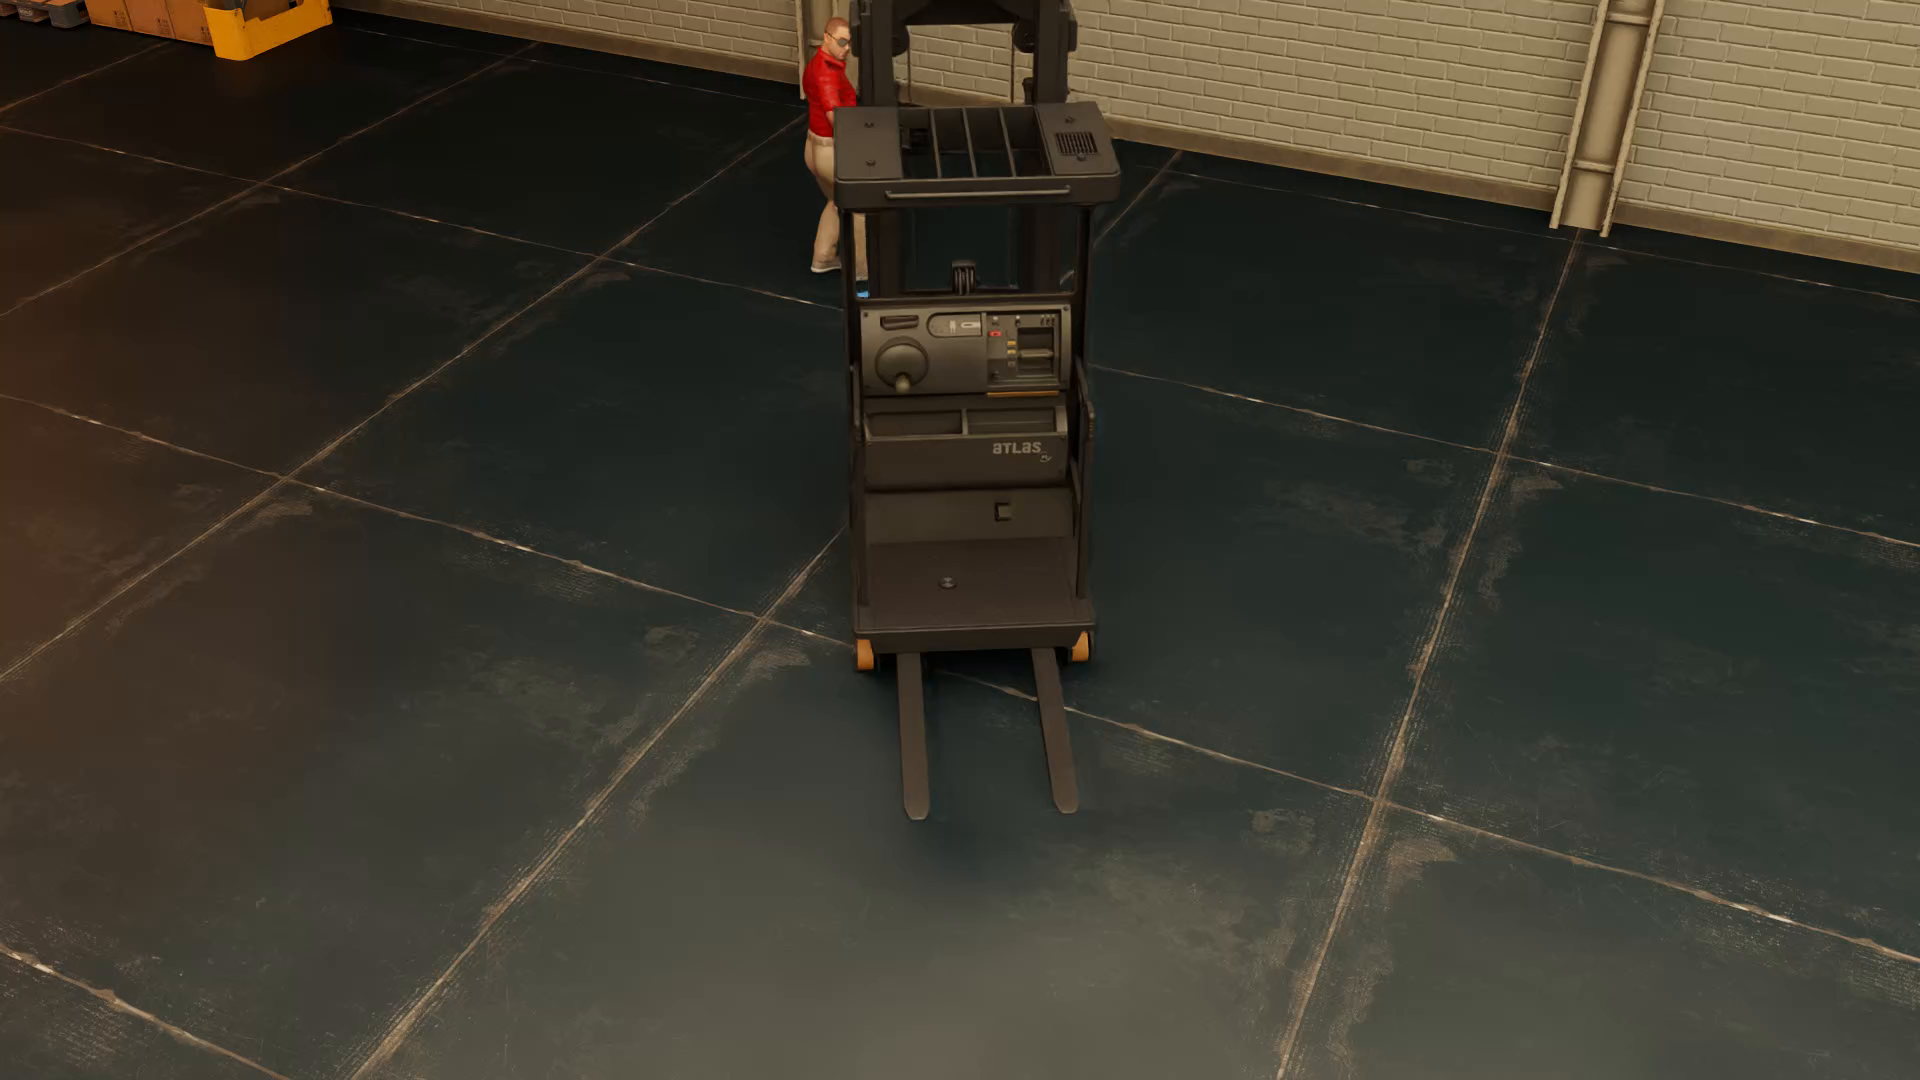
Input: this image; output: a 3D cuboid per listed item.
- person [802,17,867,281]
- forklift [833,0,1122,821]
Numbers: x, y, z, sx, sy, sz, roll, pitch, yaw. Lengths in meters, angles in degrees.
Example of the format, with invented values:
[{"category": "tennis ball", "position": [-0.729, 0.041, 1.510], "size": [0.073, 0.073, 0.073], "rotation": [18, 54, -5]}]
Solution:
[{"category": "person", "position": [-0.752, -2.505, 10.678], "size": [0.510, 1.692, 0.740], "rotation": [-16, 39, -21]}, {"category": "forklift", "position": [0.043, -0.781, 7.182], "size": [1.130, 2.935, 3.031], "rotation": [-2, 36, -3]}]
